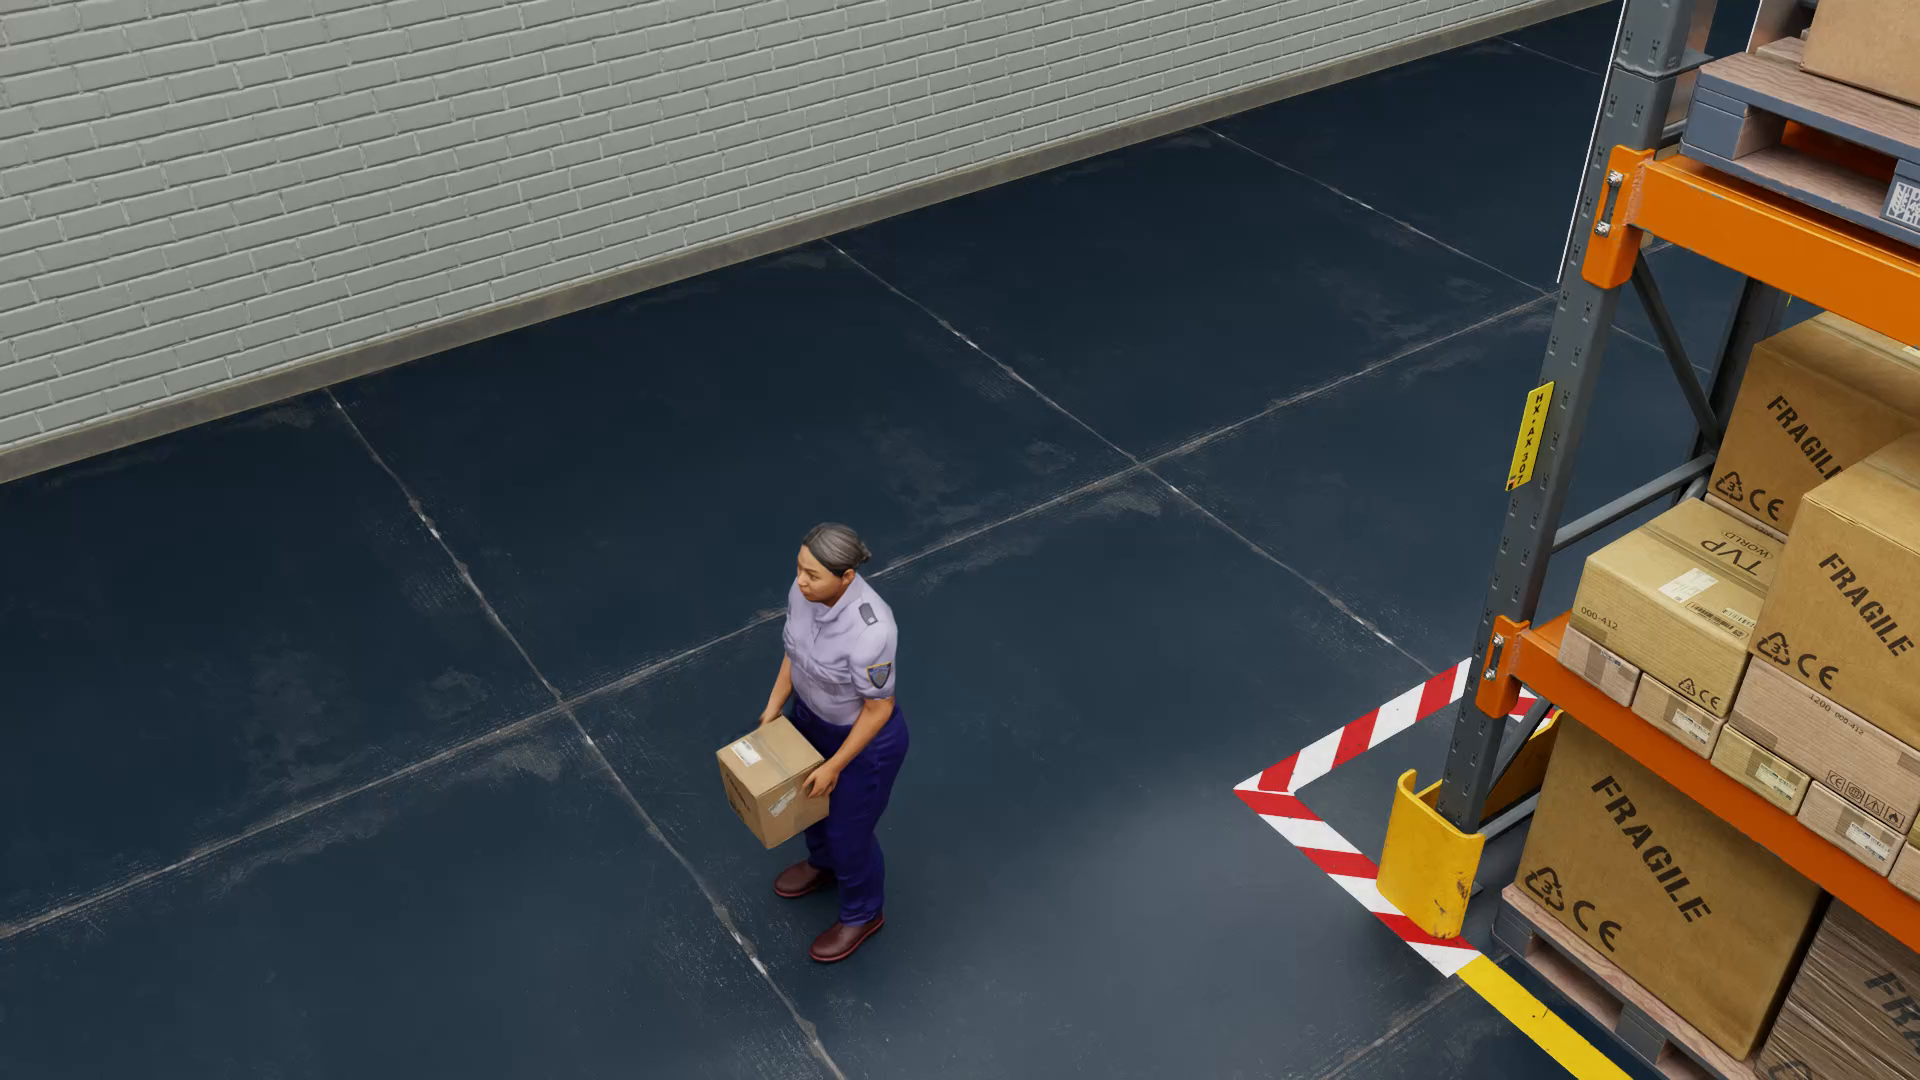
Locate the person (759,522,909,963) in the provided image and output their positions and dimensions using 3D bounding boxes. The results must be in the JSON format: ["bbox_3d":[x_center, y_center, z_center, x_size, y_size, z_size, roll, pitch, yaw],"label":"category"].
[{"bbox_3d":[-0.420,0.636,5.305,0.386,1.642,0.510,-24,43,-28],"label":"person"}]
